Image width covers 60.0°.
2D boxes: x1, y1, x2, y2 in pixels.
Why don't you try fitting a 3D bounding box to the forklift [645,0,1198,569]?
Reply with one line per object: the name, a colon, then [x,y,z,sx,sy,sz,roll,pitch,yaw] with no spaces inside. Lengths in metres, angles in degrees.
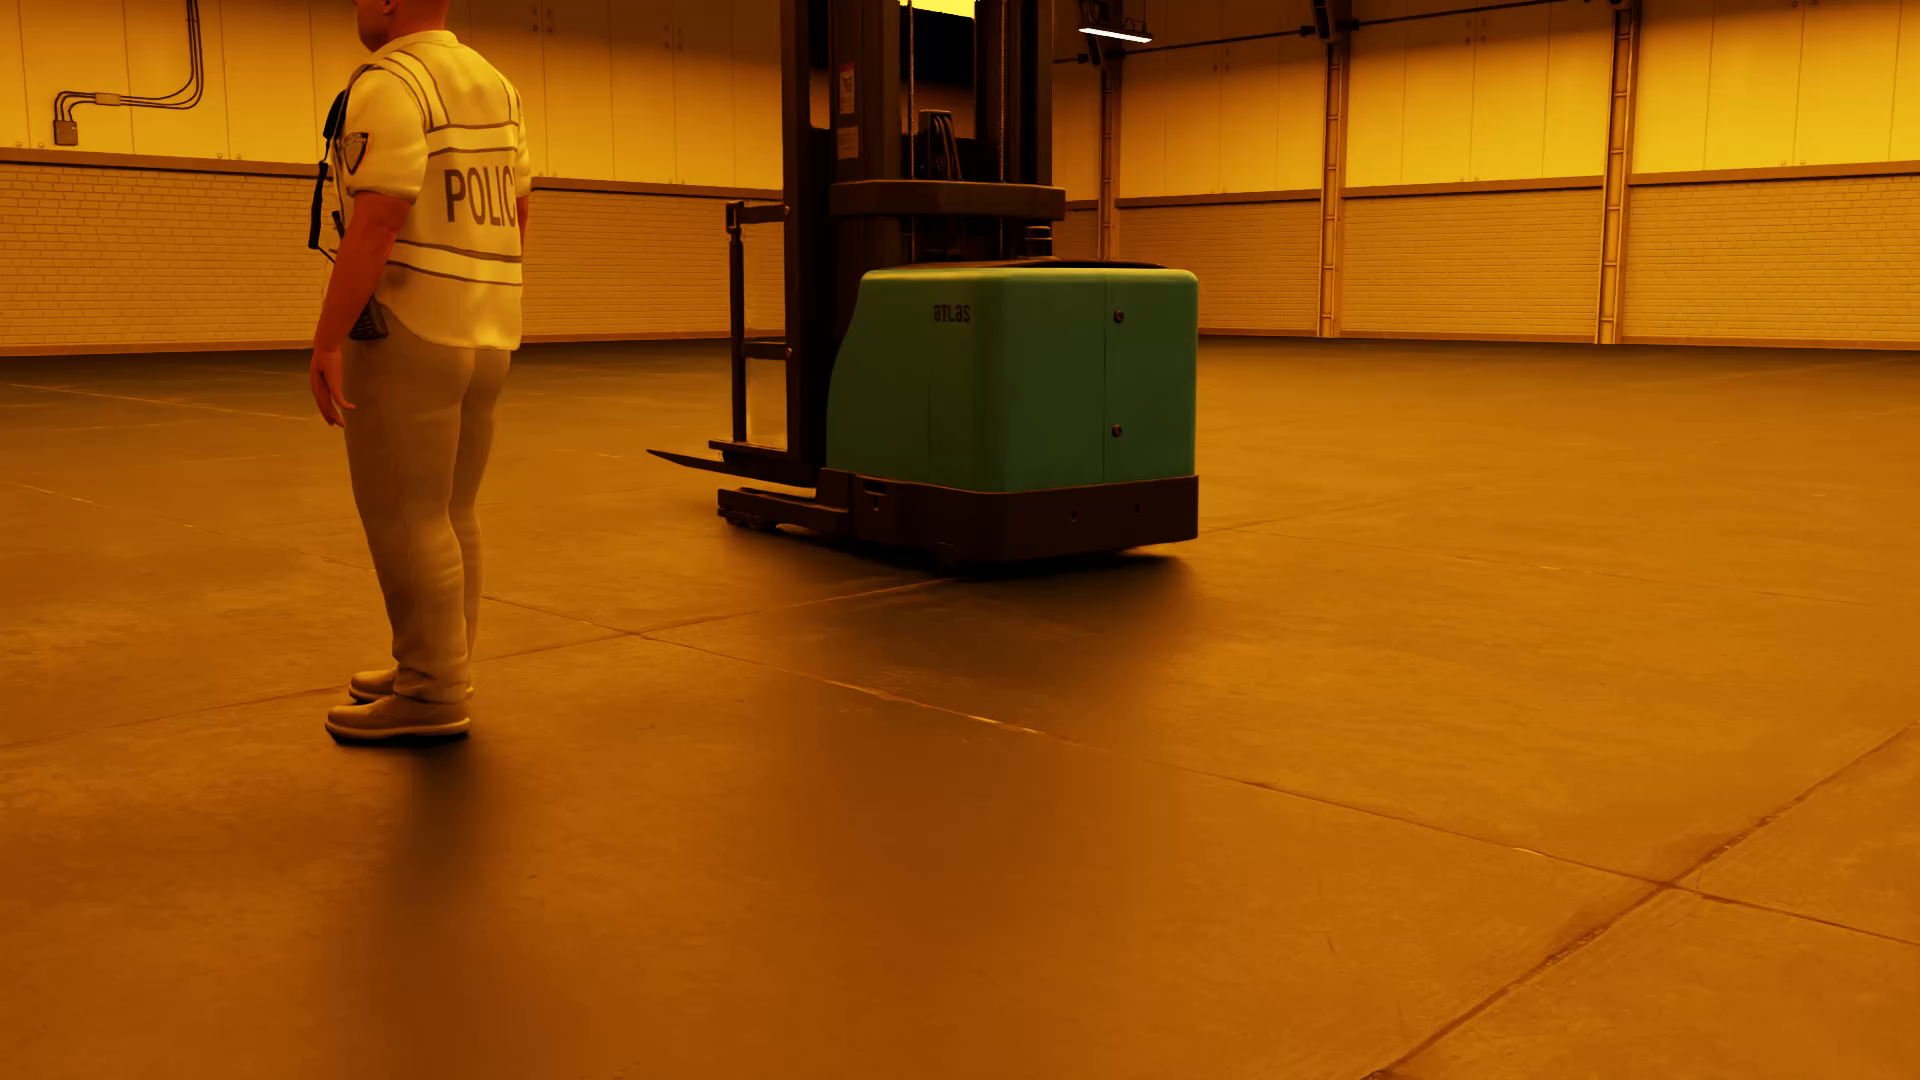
forklift: [-0.380,-1.522,6.982,1.130,2.935,3.031,-6,11,-36]
